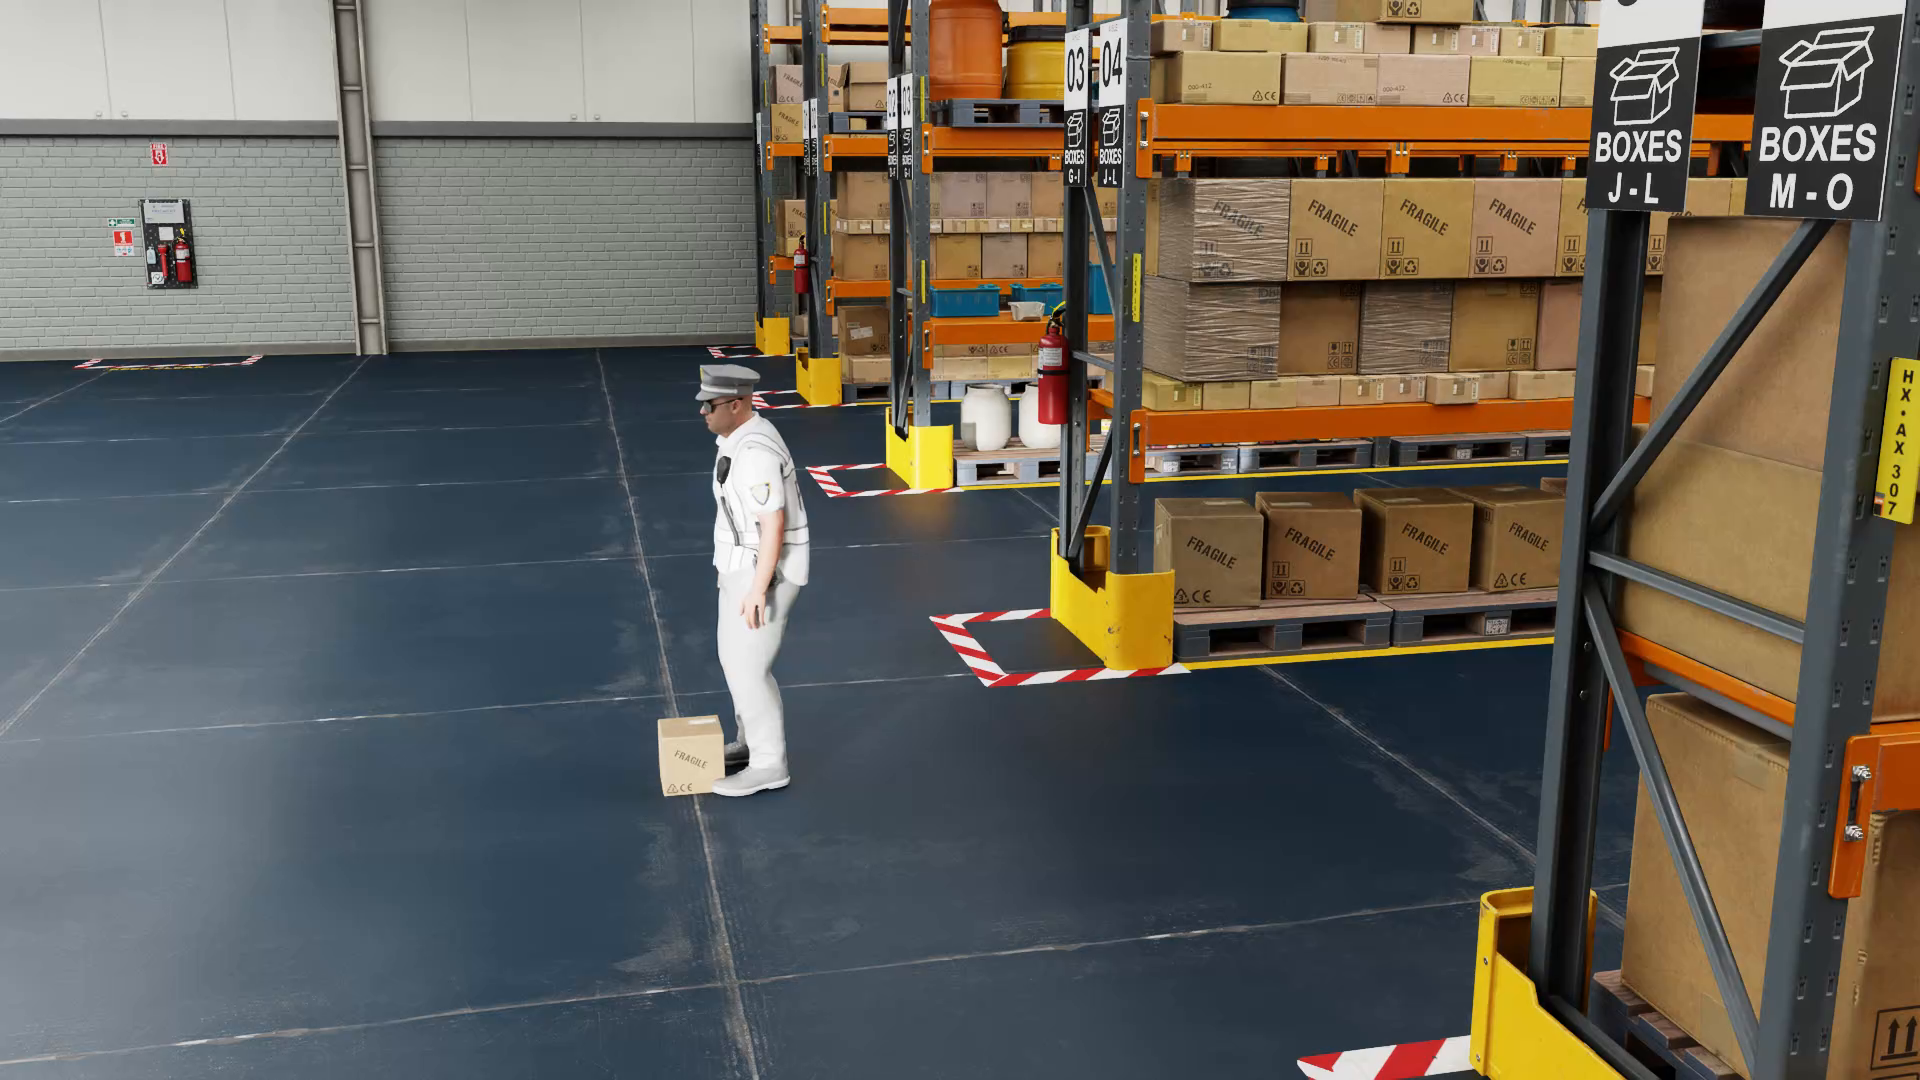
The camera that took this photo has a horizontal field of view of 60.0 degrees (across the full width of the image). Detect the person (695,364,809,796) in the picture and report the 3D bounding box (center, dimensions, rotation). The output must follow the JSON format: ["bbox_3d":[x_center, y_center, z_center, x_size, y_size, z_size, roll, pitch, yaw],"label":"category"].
[{"bbox_3d":[-0.846,0.147,6.806,0.436,1.747,0.606,-4,13,-17],"label":"person"}]
